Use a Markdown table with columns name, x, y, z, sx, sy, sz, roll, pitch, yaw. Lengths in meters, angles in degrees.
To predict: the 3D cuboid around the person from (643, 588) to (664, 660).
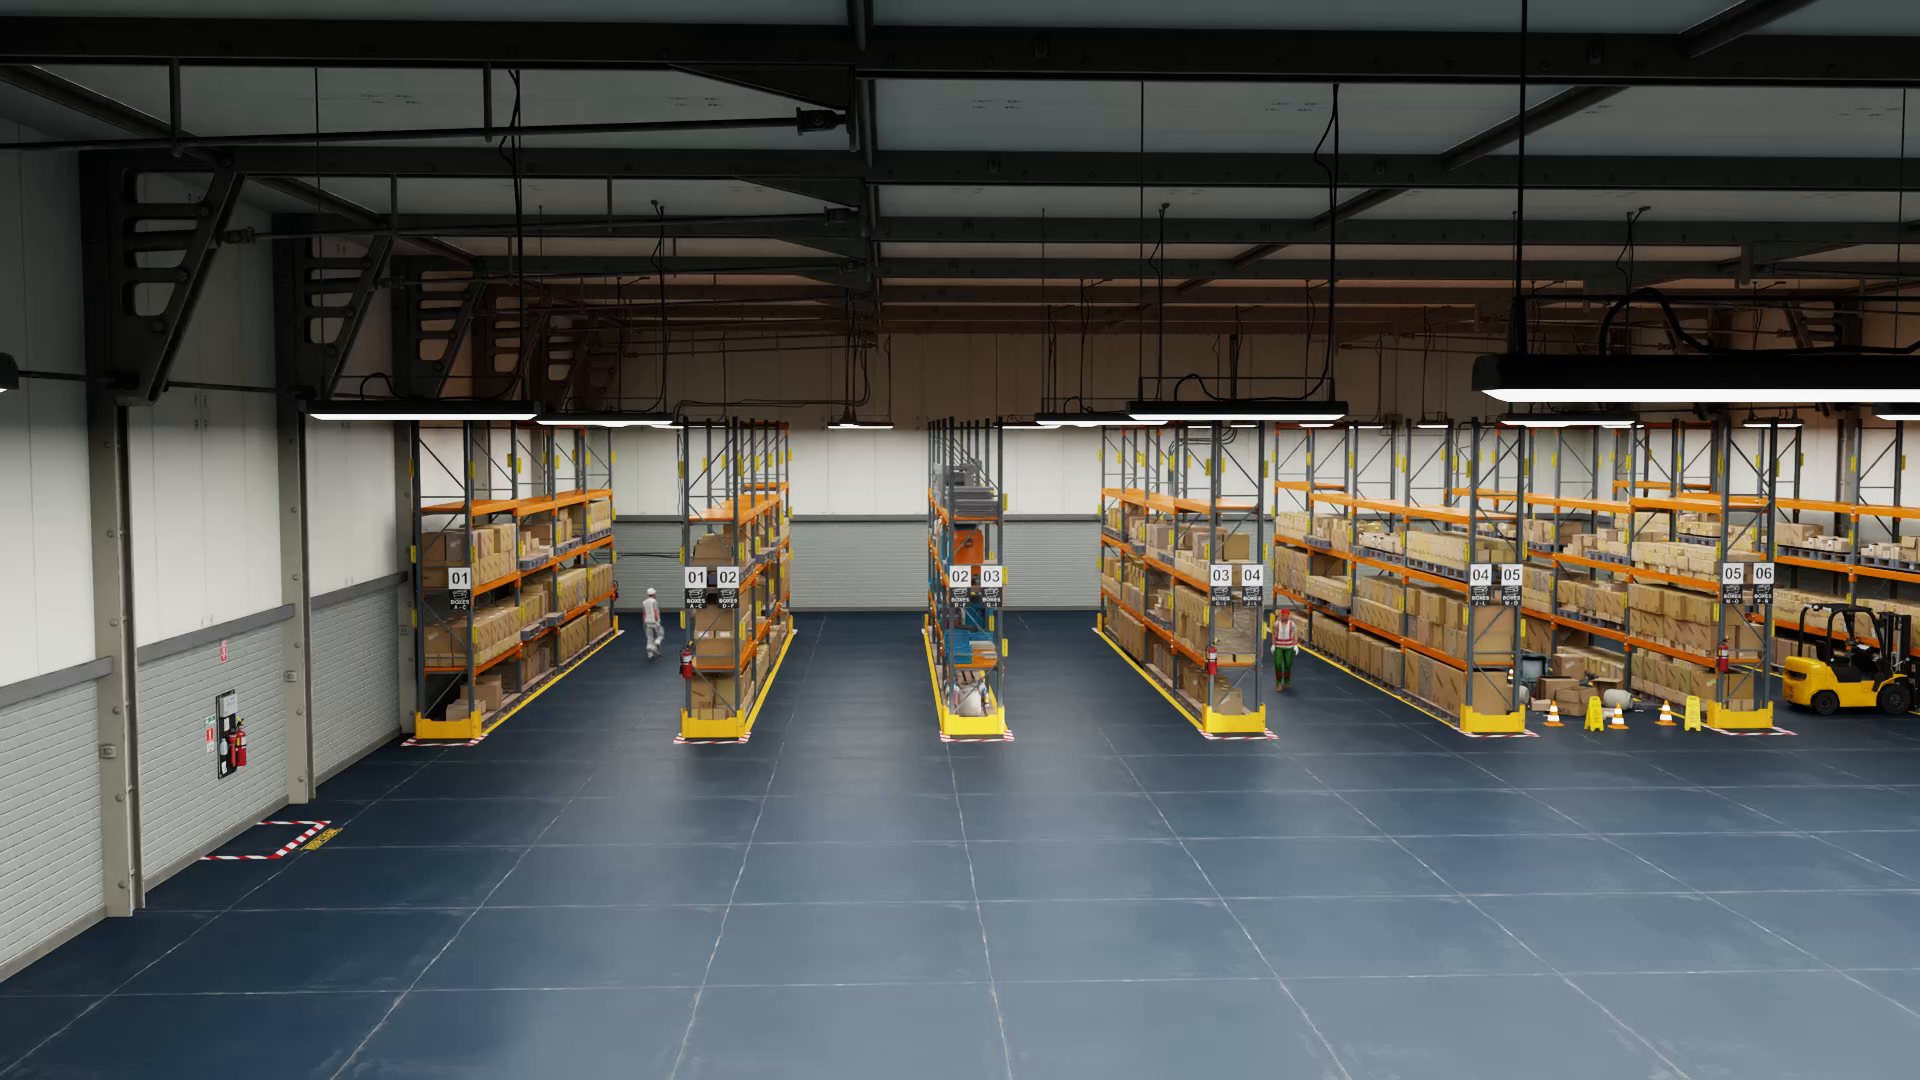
| name | x | y | z | sx | sy | sz | roll | pitch | yaw |
| --- | --- | --- | --- | --- | --- | --- | --- | --- | --- |
| person | -7.746 | 2.100 | 41.783 | 0.570 | 1.780 | 0.493 | 1 | 4 | 15 |

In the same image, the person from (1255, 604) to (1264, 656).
| name | x | y | z | sx | sy | sz | roll | pitch | yaw |
| --- | --- | --- | --- | --- | --- | --- | --- | --- | --- |
| person | 7.588 | 2.139 | 42.387 | 0.464 | 1.690 | 0.541 | -1 | 4 | -20 |

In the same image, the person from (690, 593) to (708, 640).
| name | x | y | z | sx | sy | sz | roll | pitch | yaw |
| --- | --- | --- | --- | --- | --- | --- | --- | --- | --- |
| person | -7.017 | 1.944 | 44.798 | 0.577 | 1.723 | 0.532 | 2 | 4 | 24 |

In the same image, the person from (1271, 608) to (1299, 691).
| name | x | y | z | sx | sy | sz | roll | pitch | yaw |
| --- | --- | --- | --- | --- | --- | --- | --- | --- | --- |
| person | 7.214 | 2.442 | 36.923 | 0.618 | 1.859 | 0.507 | 1 | 4 | 16 |
